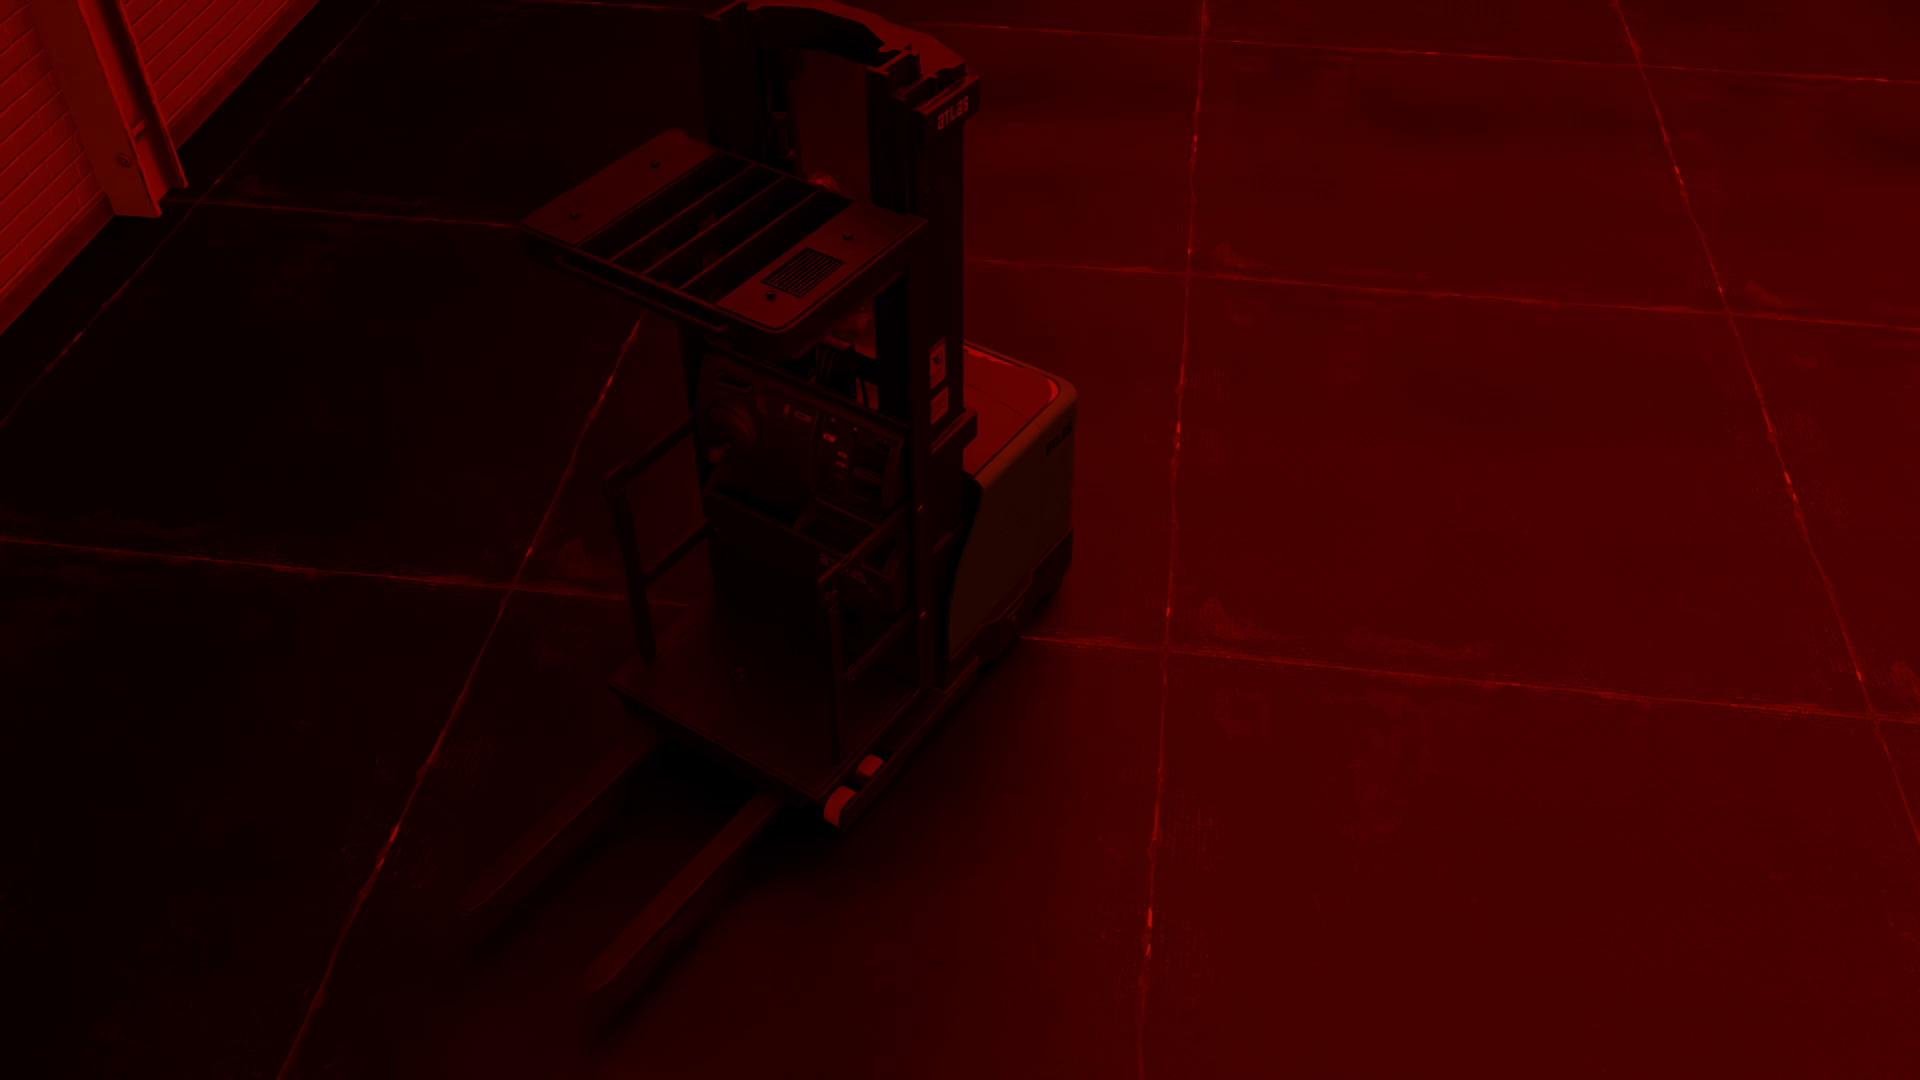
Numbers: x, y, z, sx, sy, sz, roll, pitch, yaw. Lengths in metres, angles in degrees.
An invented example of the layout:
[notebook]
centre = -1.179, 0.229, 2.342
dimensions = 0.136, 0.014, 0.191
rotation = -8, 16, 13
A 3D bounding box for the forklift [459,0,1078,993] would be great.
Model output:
[forklift]
centre = -0.723, -0.303, 6.055
dimensions = 1.130, 2.935, 3.031
rotation = 24, 48, 24

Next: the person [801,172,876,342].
[person]
centre = -0.630, -1.148, 8.091
dimensions = 1.060, 1.492, 0.964
rotation = 22, 47, 22
